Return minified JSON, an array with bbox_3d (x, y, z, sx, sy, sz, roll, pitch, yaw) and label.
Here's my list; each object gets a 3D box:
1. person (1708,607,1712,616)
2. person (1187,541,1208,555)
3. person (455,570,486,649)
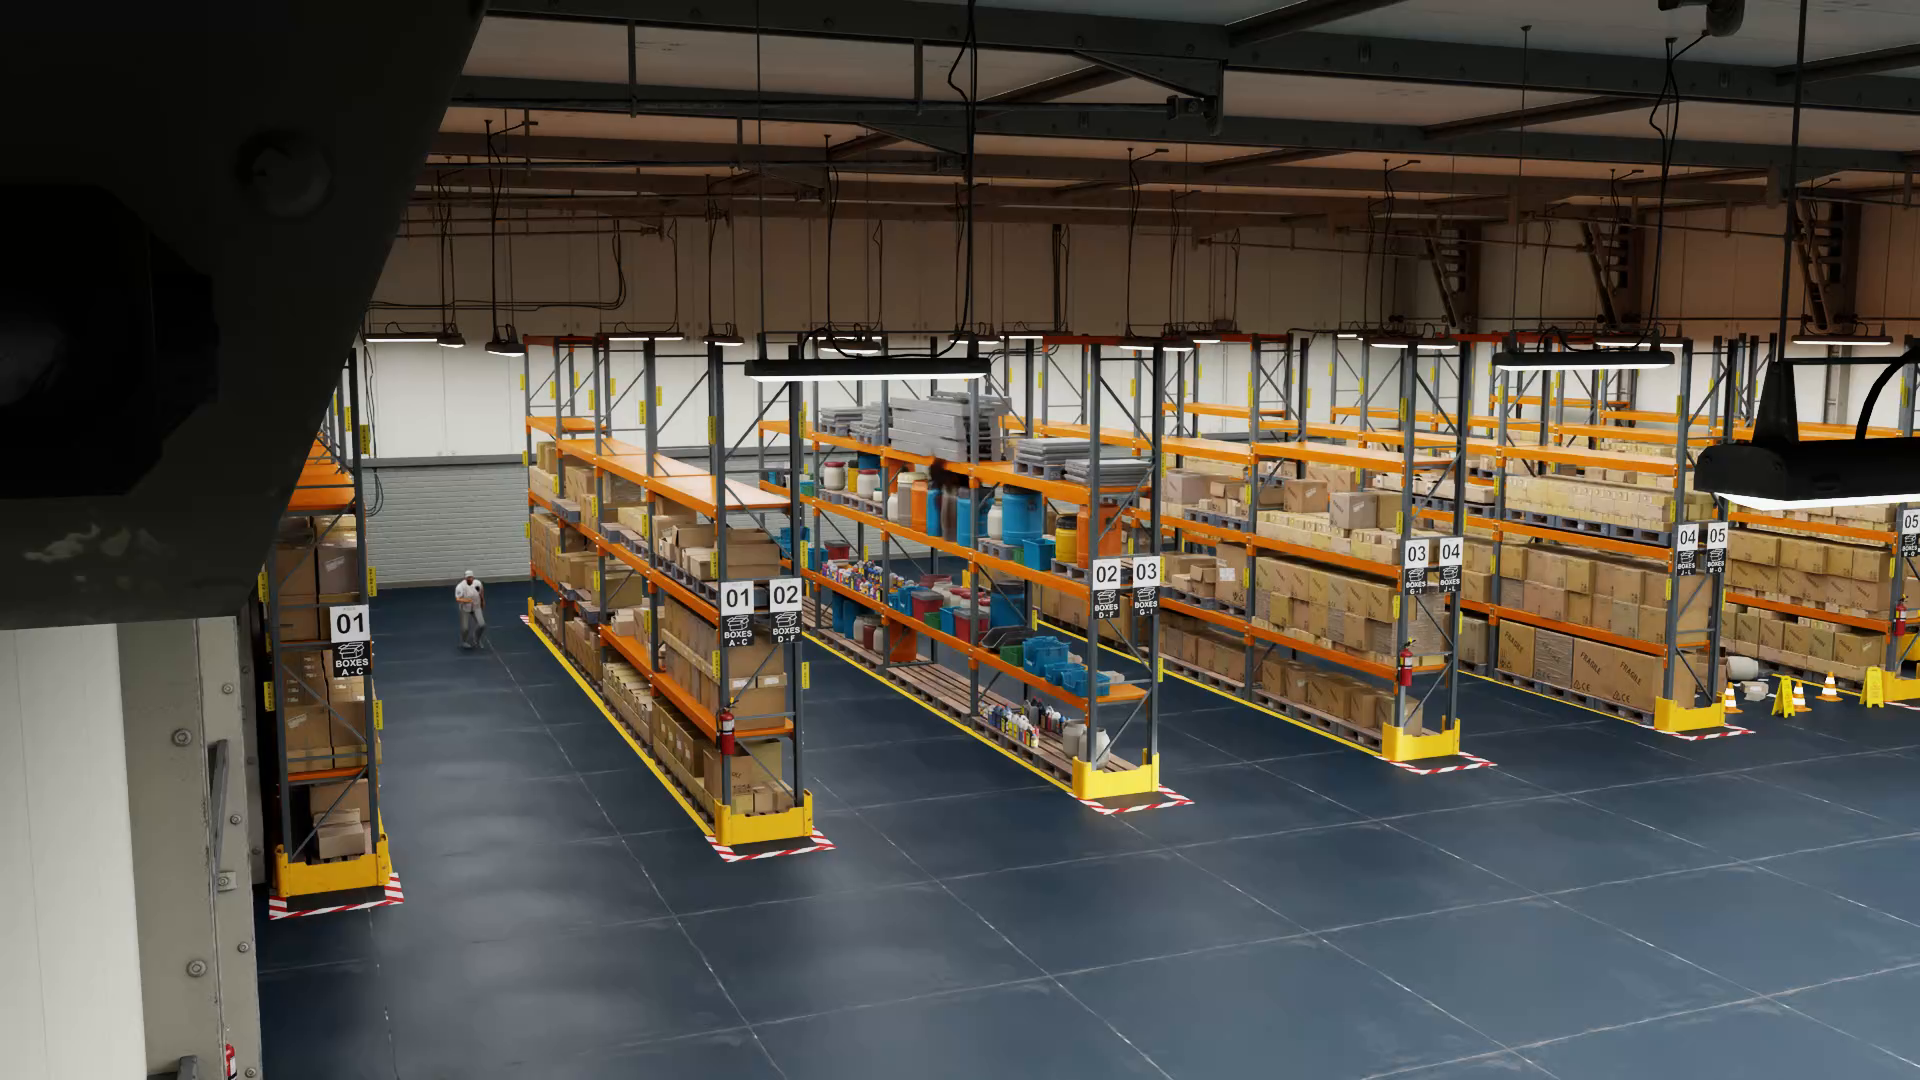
[{"bbox_3d":[15.637,0.960,34.488,0.587,1.597,0.622,-5,9,-34],"label":"person"},{"bbox_3d":[6.238,-0.334,43.565,0.724,1.807,0.661,-7,10,-42],"label":"person"},{"bbox_3d":[-9.364,1.327,31.825,0.613,1.575,0.886,-4,9,-30],"label":"person"}]
